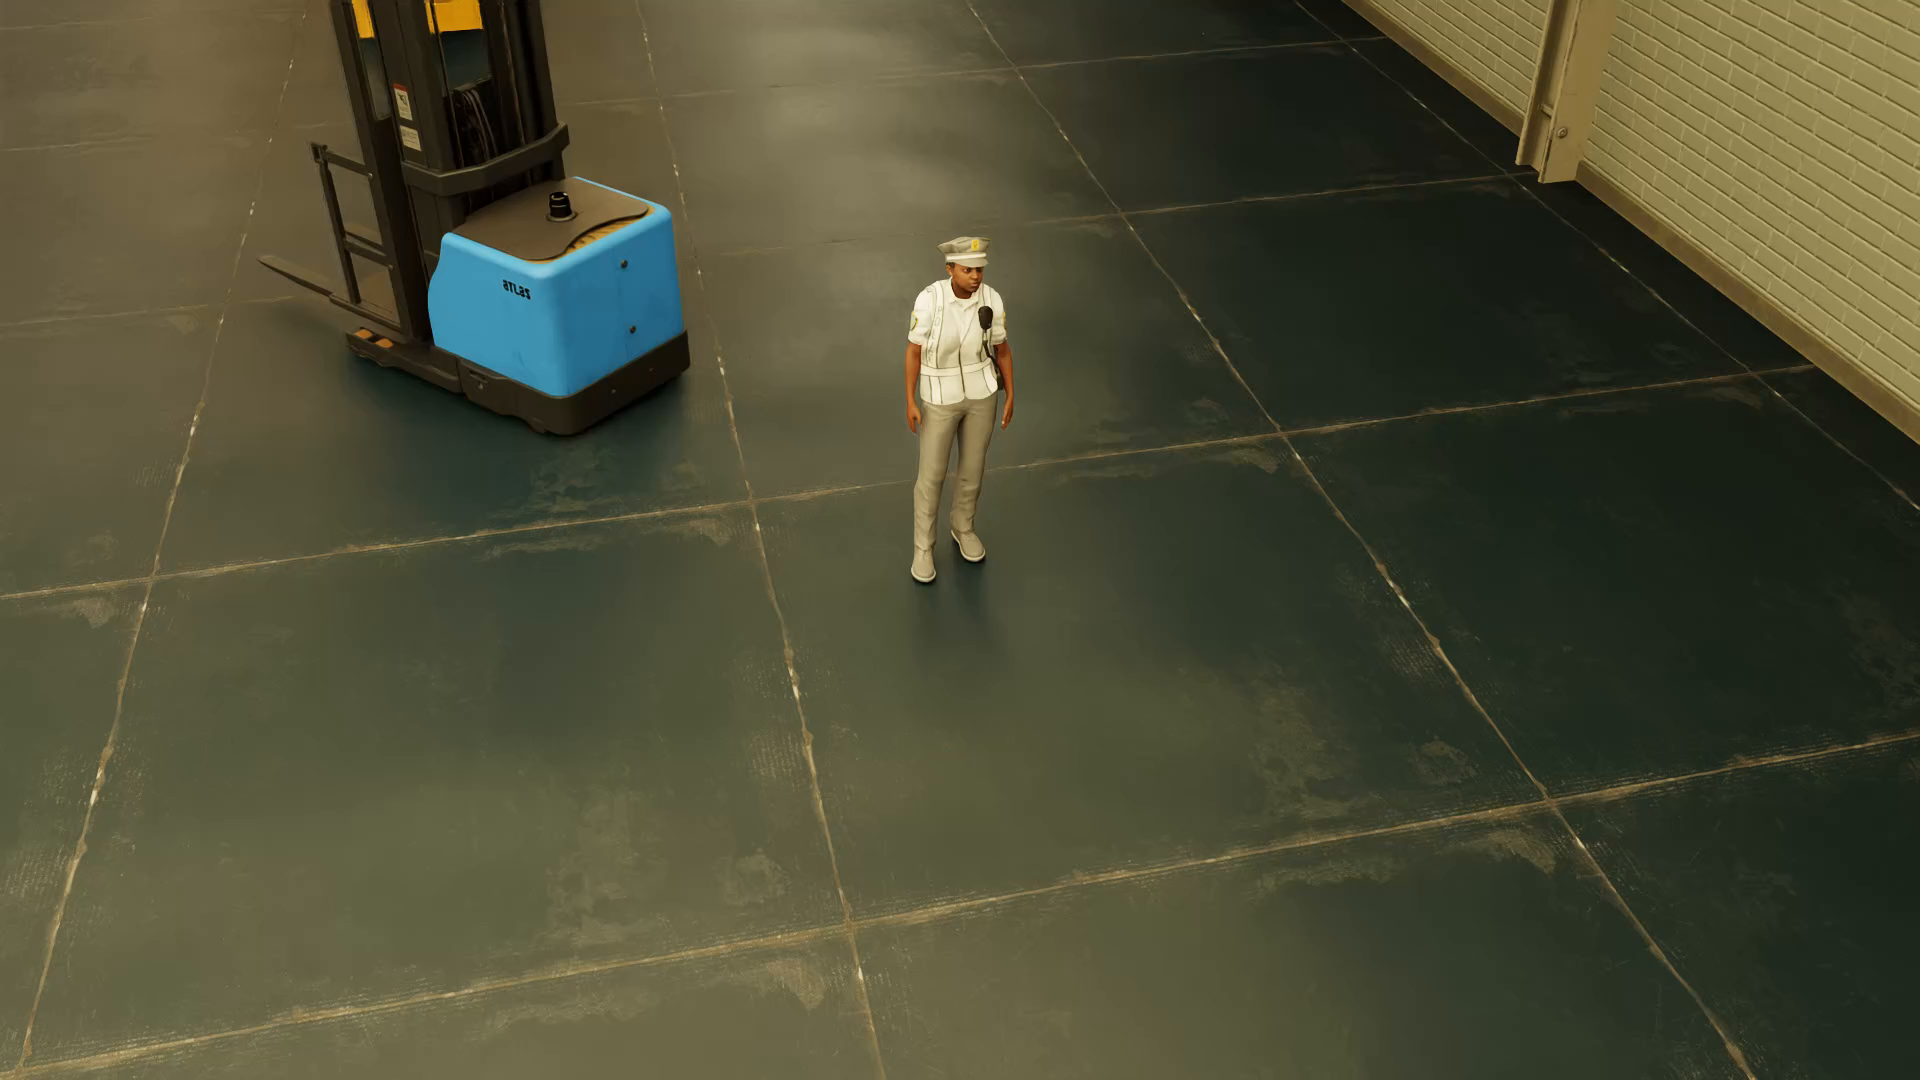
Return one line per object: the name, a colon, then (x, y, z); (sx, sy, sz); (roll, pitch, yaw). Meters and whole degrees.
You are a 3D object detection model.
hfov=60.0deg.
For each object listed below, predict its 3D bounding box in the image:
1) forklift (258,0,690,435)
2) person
forklift: (-3.094, -2.456, 9.463); (3.031, 2.935, 1.130); (23, 42, 28)
person: (-0.003, -0.647, 7.998); (0.569, 1.692, 0.530); (-8, 36, -11)
